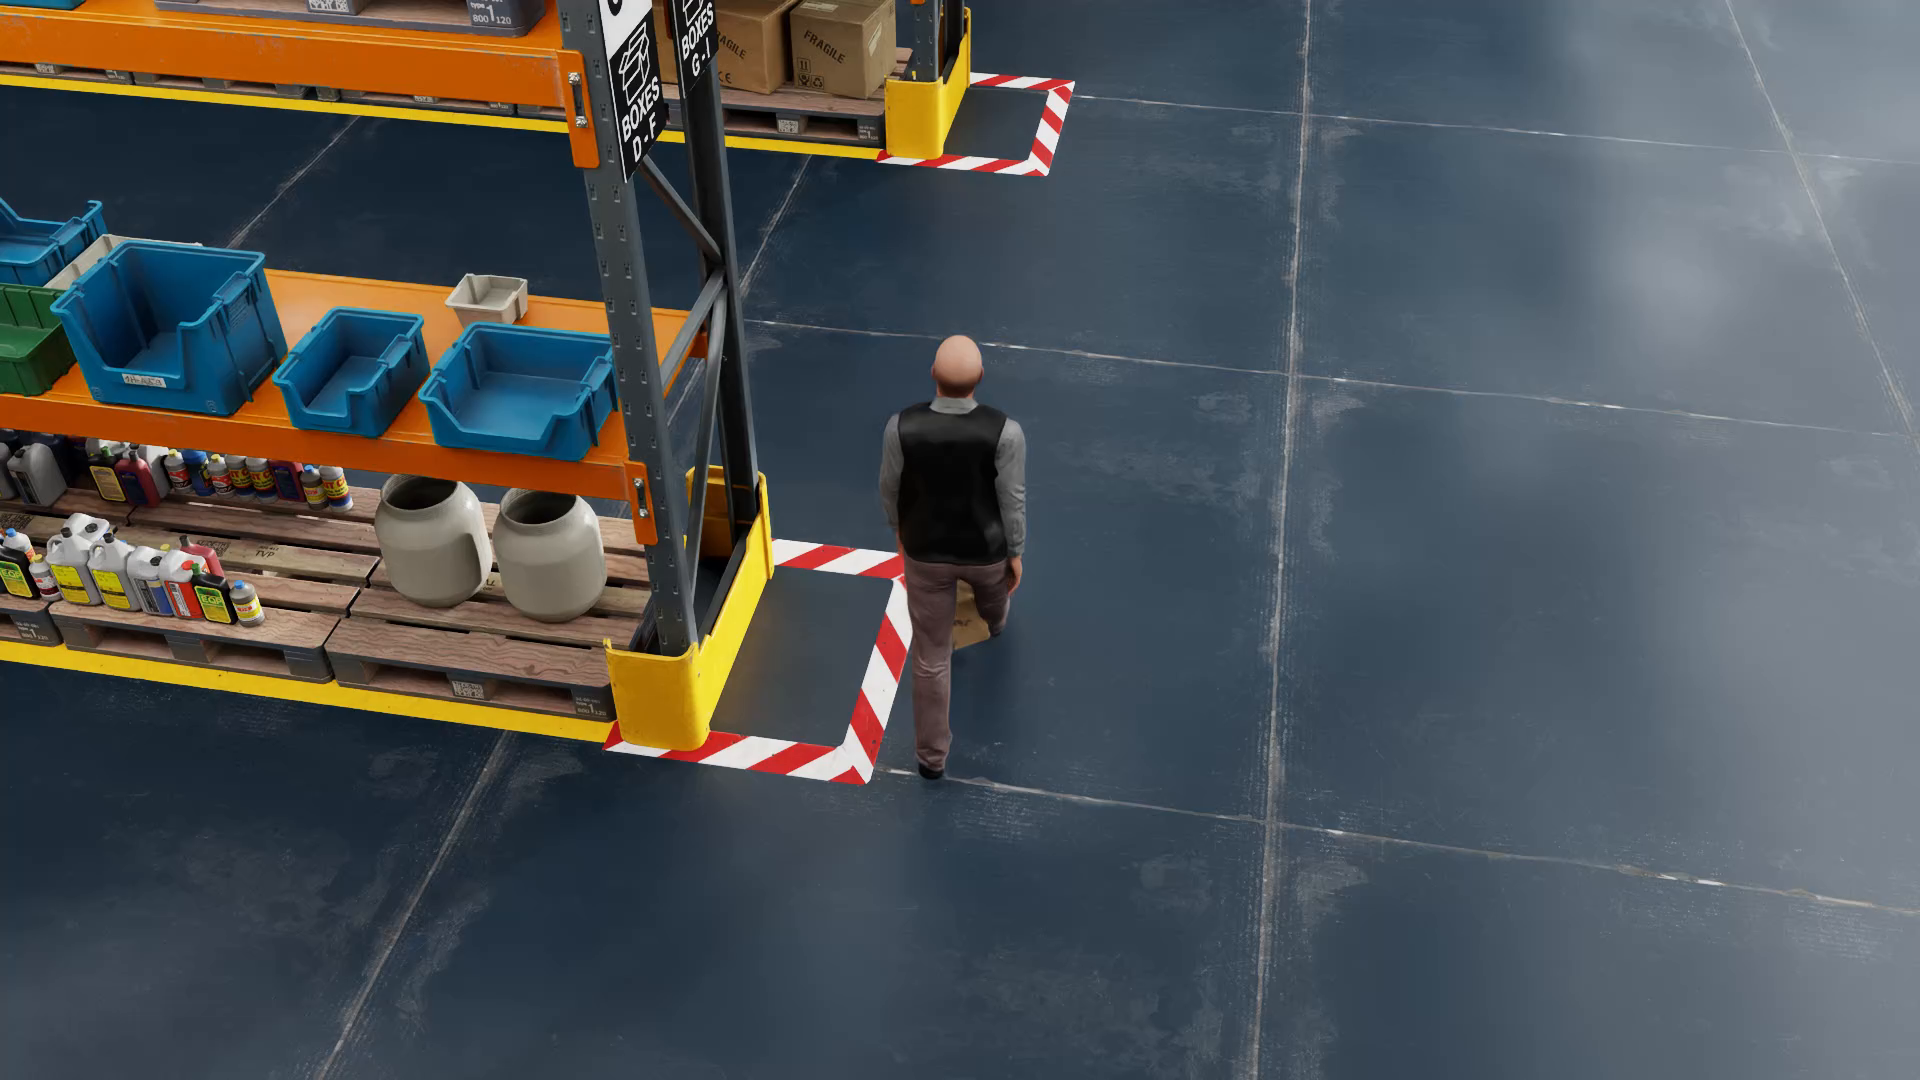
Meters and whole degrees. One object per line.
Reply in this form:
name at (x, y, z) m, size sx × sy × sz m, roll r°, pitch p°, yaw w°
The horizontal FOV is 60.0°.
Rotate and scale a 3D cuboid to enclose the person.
person at (-0.026, -0.032, 6.232) m, size 0.546 × 1.647 × 1.109 m, roll 2°, pitch 40°, yaw 2°
